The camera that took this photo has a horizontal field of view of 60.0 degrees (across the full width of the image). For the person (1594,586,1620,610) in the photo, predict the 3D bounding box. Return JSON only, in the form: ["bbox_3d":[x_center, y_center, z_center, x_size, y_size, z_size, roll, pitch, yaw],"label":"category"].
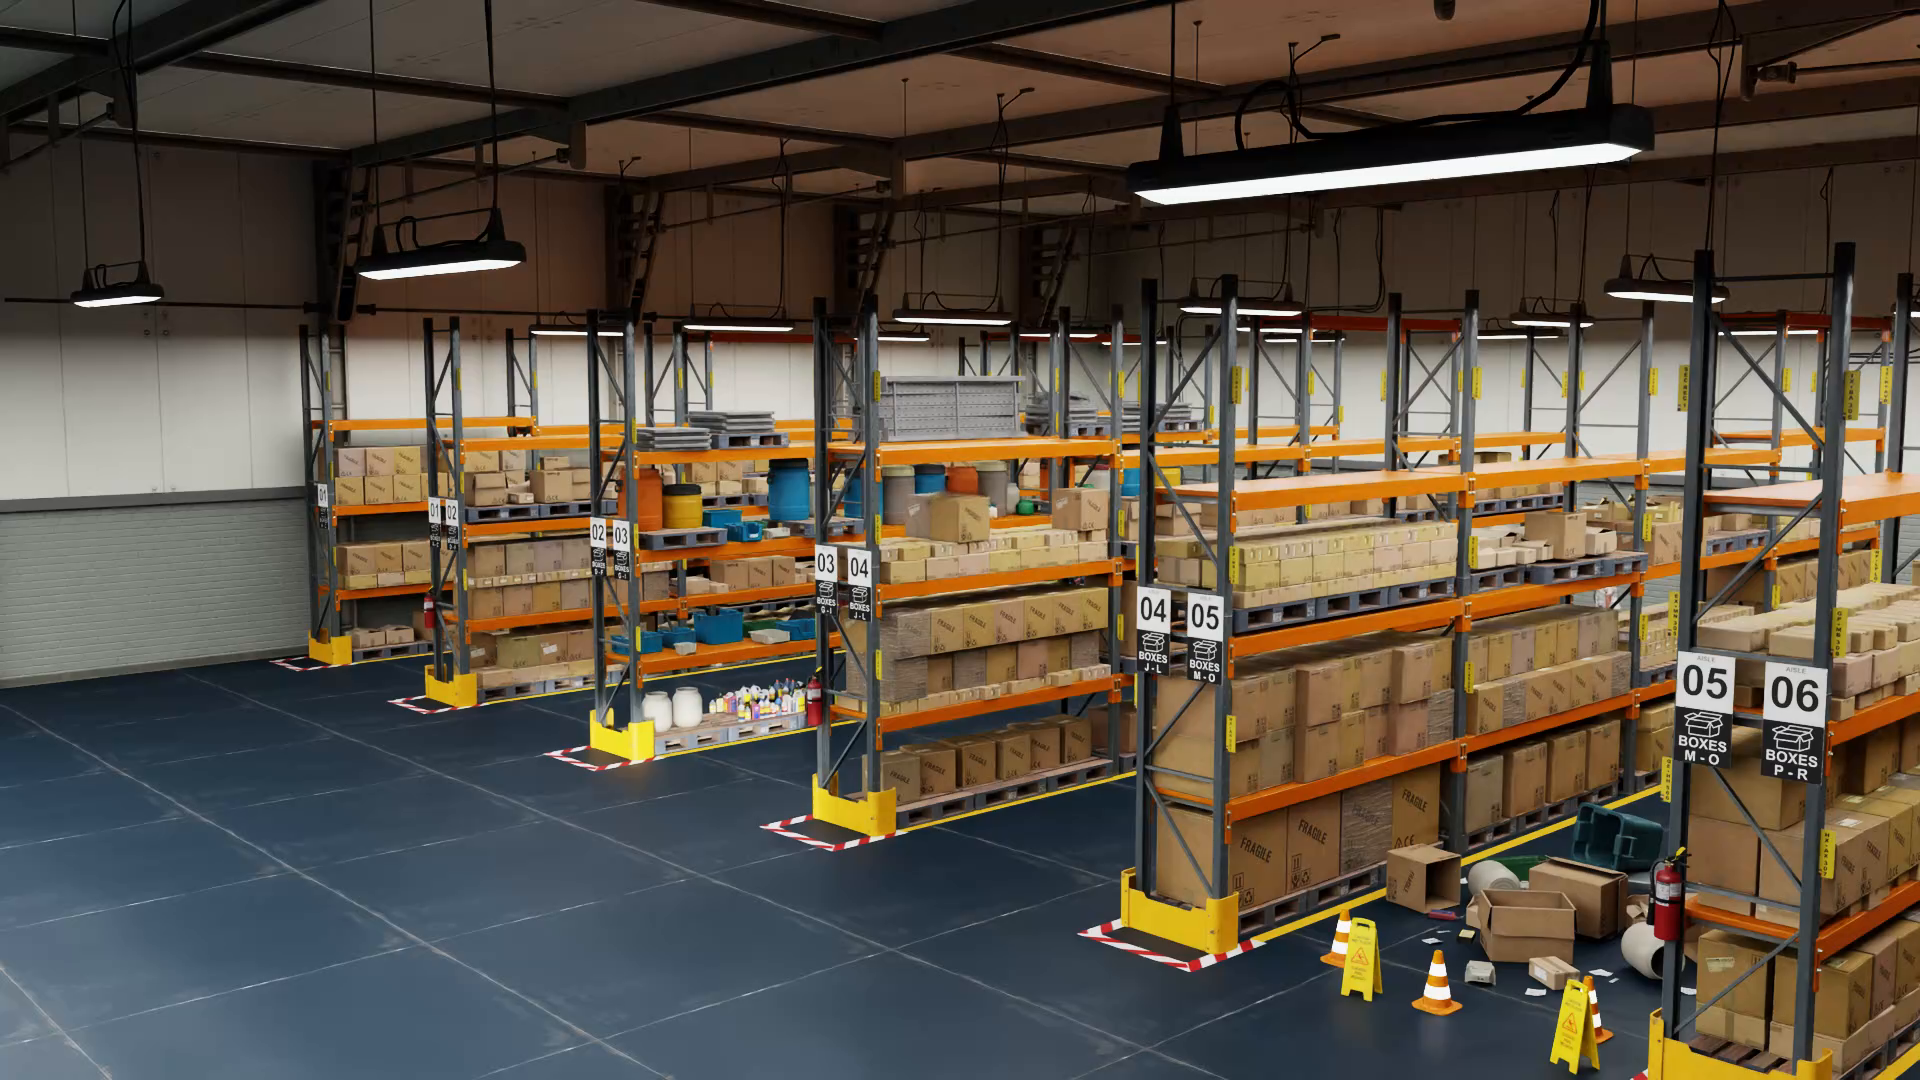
[{"bbox_3d":[11.645,1.276,30.044,0.926,1.693,0.575,5,8,42],"label":"person"}]
